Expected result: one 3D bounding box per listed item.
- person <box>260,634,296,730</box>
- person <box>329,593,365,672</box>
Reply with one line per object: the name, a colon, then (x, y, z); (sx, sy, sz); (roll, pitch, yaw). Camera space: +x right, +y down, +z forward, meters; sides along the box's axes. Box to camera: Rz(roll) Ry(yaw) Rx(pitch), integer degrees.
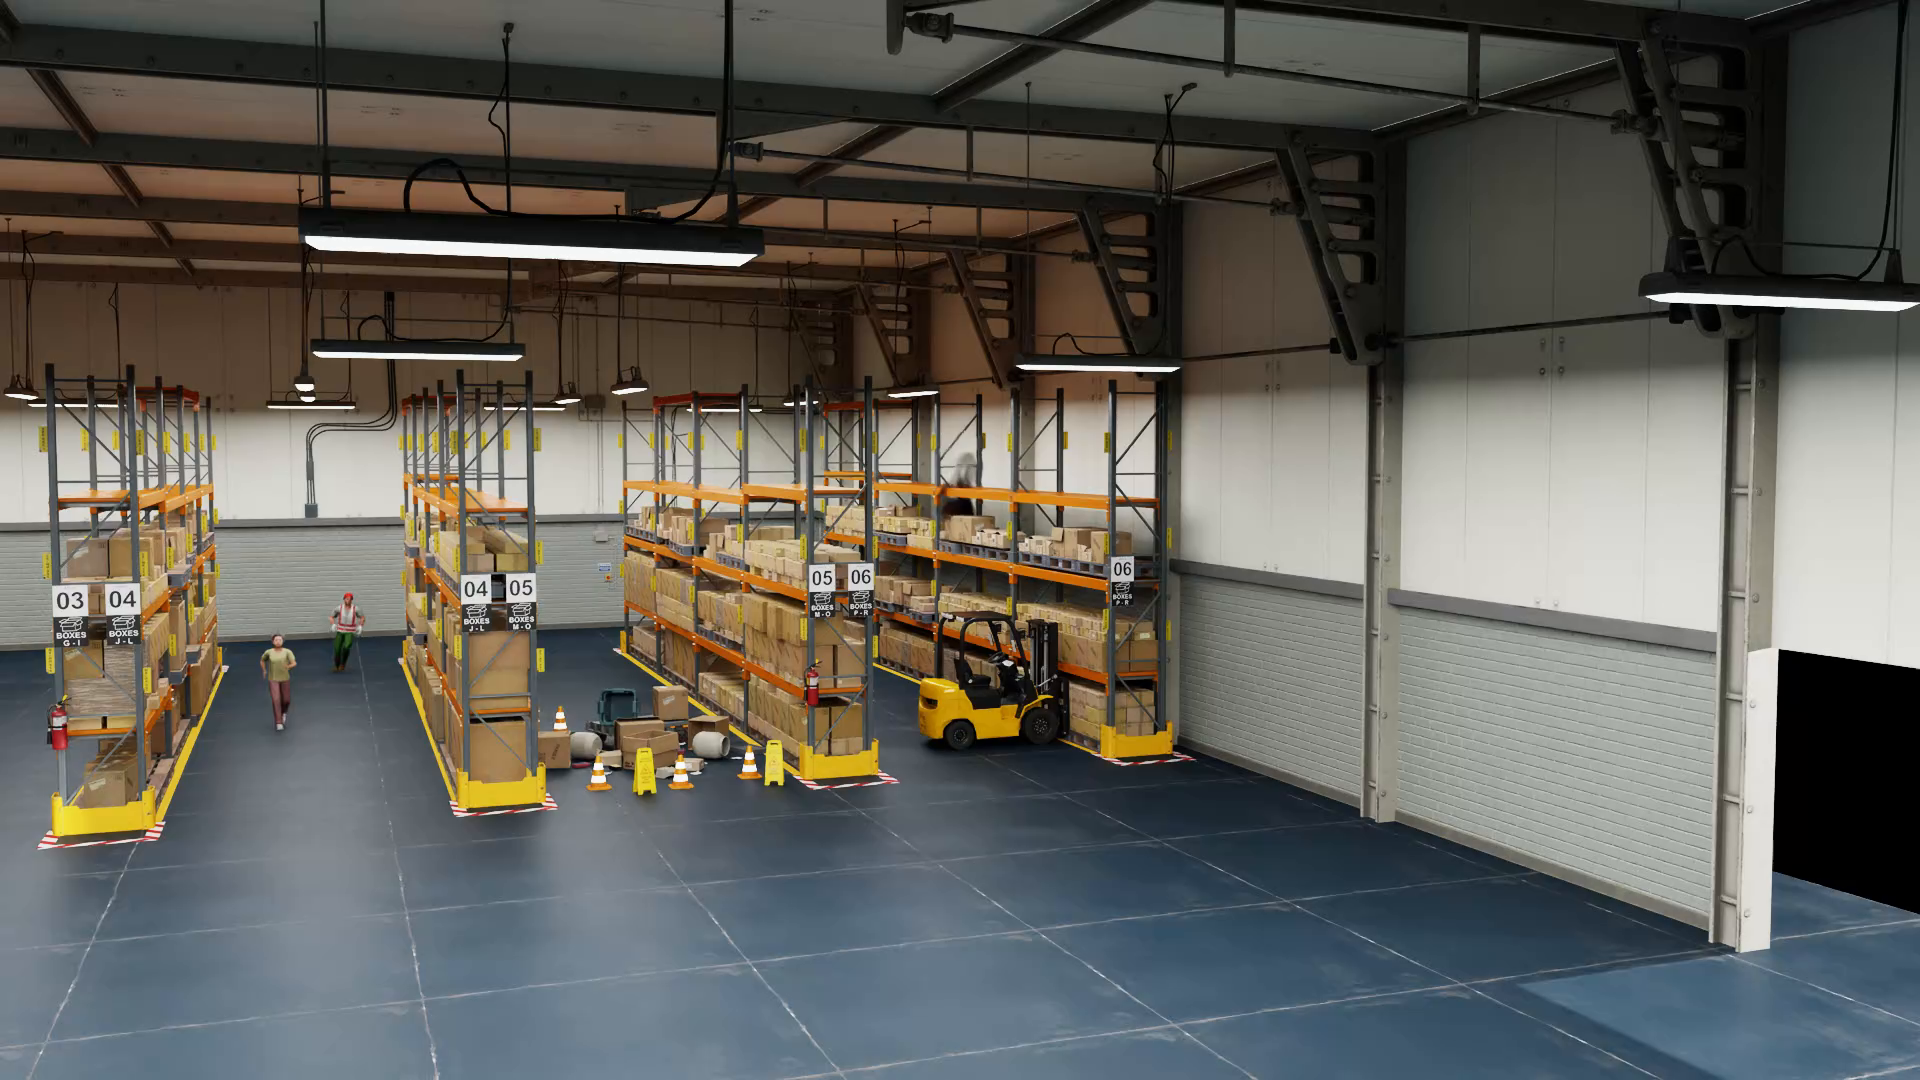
person: (-11.926, 2.460, 29.114); (0.585, 1.645, 0.929); (-2, 4, -27)
person: (-13.384, 2.007, 36.251); (0.719, 1.718, 0.592); (-1, 3, -12)
